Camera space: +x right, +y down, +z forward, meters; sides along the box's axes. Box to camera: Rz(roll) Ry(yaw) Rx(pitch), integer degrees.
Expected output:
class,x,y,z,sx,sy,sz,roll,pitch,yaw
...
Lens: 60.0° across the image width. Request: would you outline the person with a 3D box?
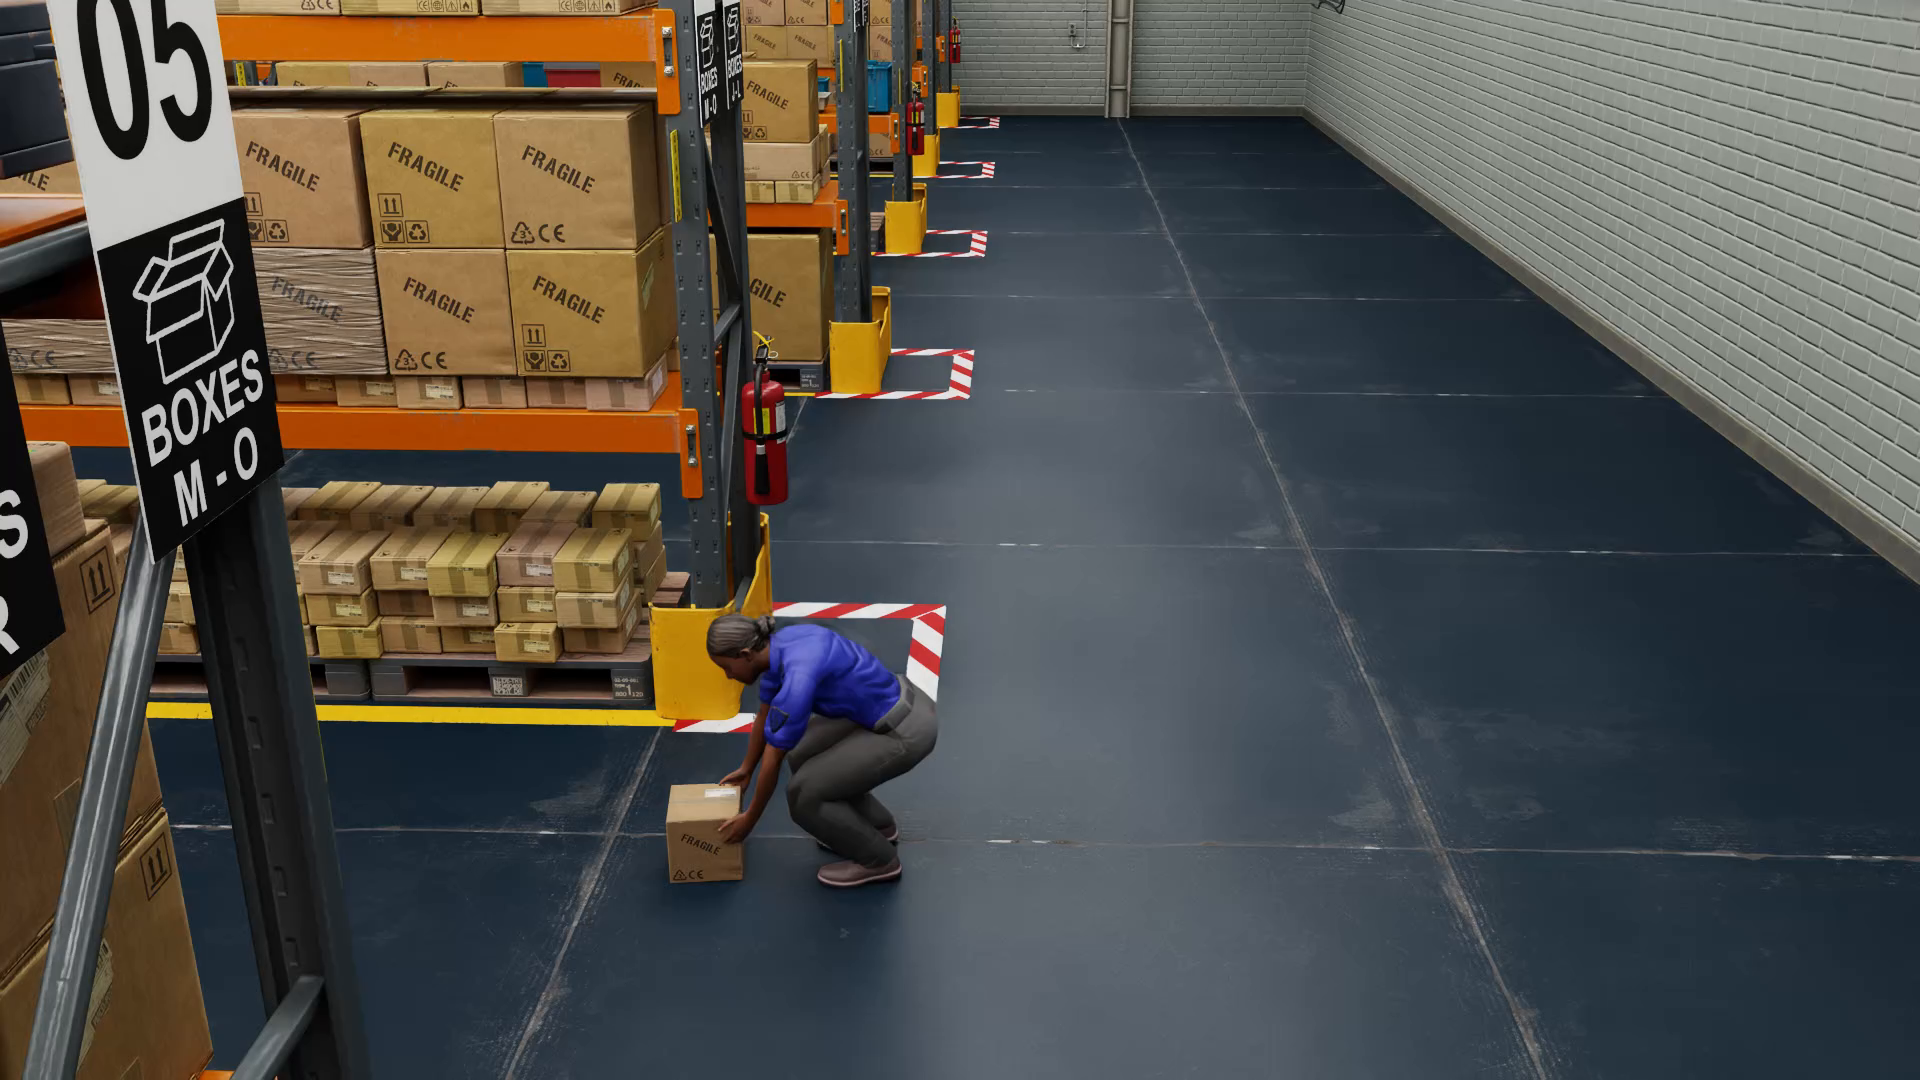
class,x,y,z,sx,sy,sz,roll,pitch,yaw
person,-0.462,0.690,5.714,0.782,1.000,0.488,-2,21,-5
